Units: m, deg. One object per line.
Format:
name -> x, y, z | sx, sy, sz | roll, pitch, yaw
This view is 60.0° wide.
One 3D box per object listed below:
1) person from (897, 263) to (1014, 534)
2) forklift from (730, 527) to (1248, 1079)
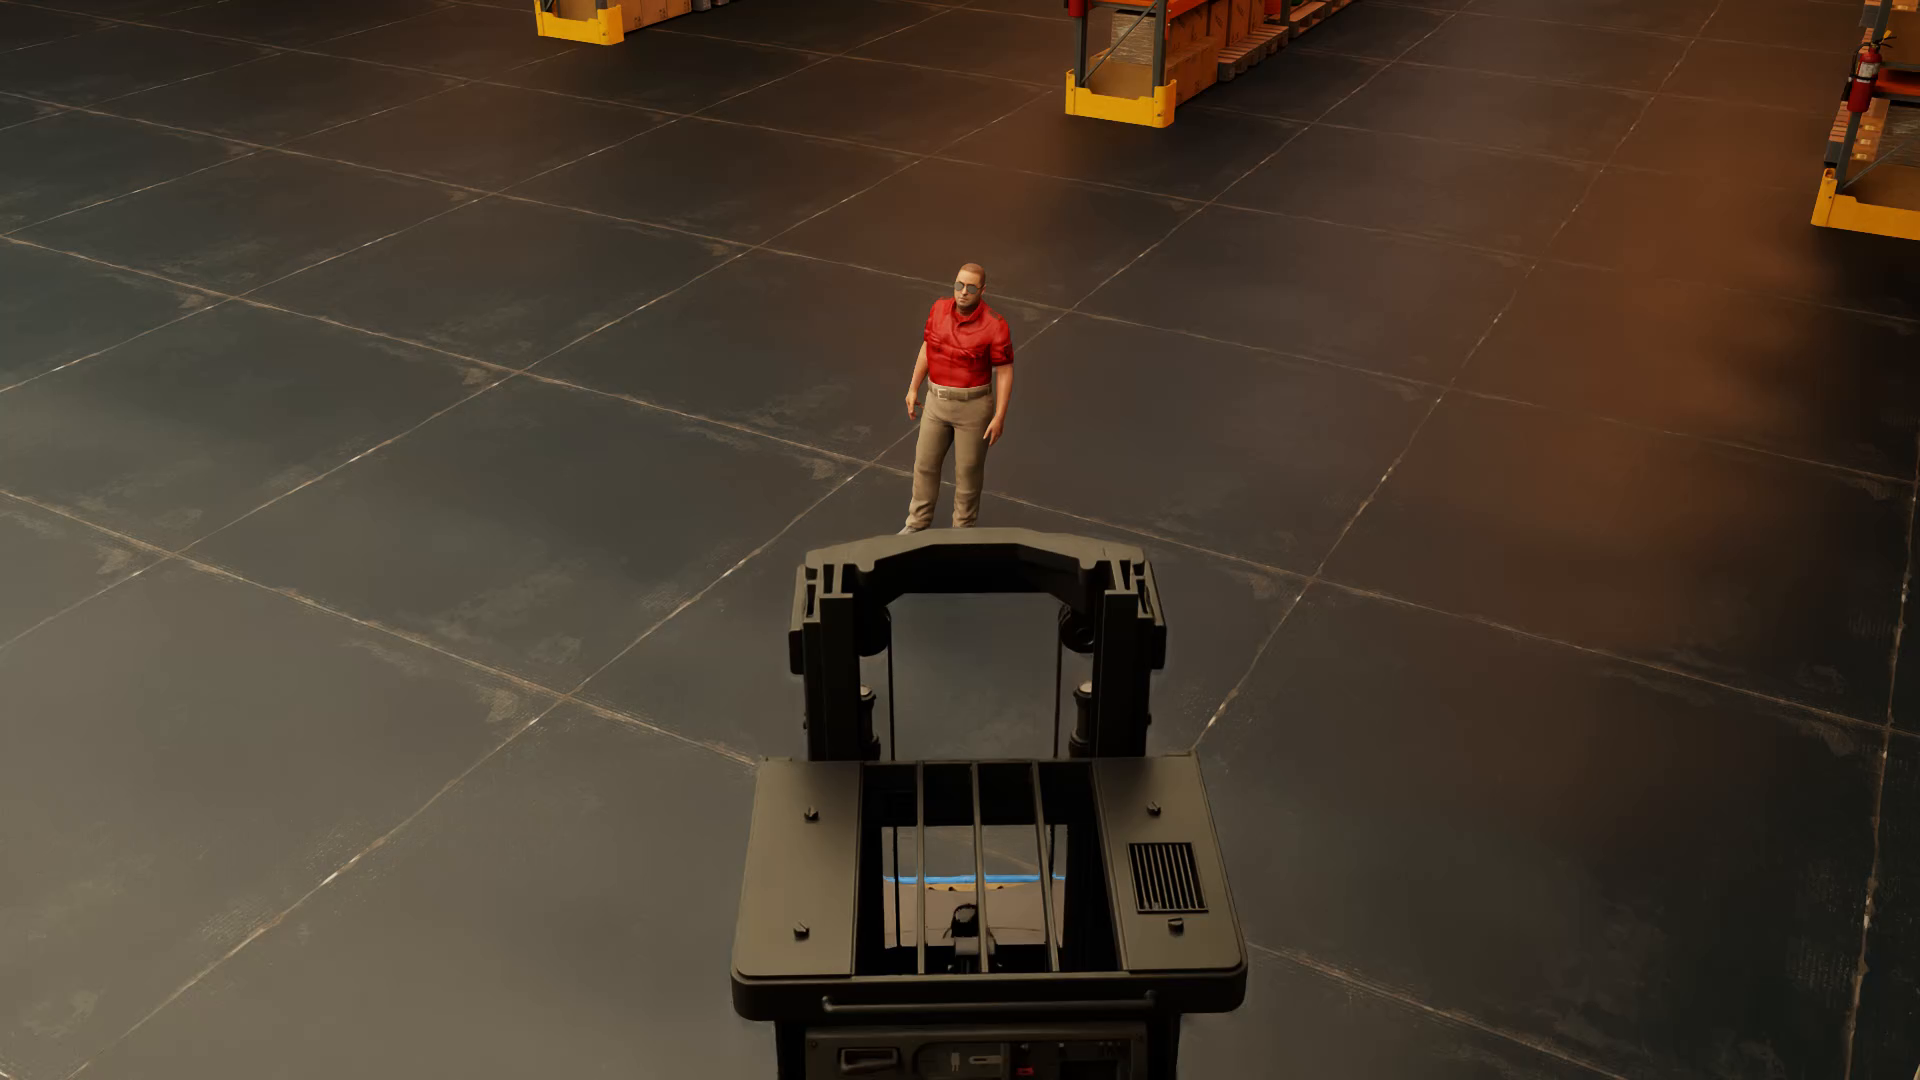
person -> -0.054, -0.719, 9.504 | 0.640, 1.727, 0.551 | 15, 33, 25
forklift -> 0.053, 1.568, 4.354 | 1.130, 2.935, 3.031 | -1, 30, -1
